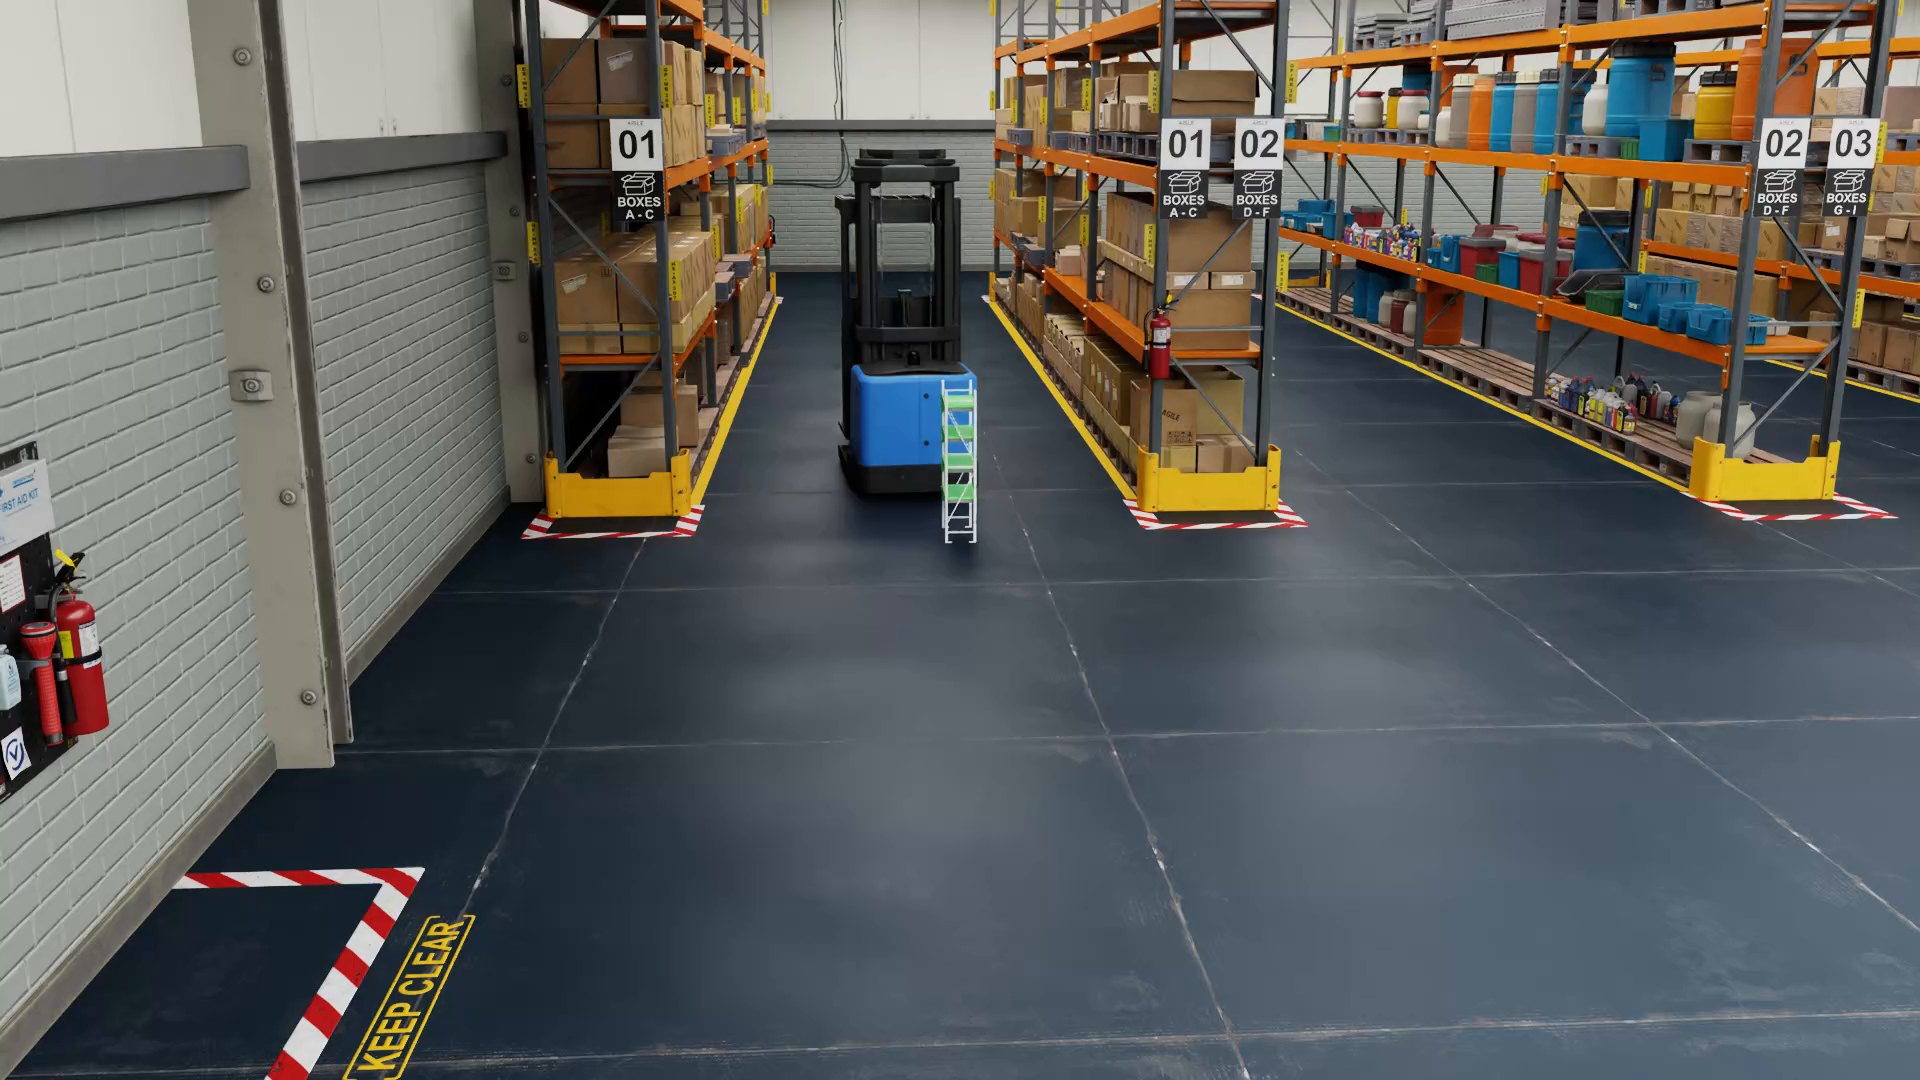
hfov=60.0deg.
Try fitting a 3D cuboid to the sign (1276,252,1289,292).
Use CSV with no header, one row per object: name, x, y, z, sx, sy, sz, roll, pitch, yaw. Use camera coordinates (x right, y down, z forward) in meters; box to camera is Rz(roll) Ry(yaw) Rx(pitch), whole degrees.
sign,2.653,-2.210,13.699,0.100,0.325,0.005,-1,14,-3

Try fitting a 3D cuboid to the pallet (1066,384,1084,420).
pallet,1.766,-1.572,18.713,1.003,0.211,1.213,-1,14,-3

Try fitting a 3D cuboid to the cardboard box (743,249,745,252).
cardboard box,-3.250,-4.144,23.576,0.380,0.149,0.250,-1,14,-5

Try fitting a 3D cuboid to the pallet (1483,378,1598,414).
pallet,6.707,-1.660,19.053,1.003,0.211,1.213,-1,14,-3

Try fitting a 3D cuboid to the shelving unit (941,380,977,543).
shelving unit,-0.010,-0.622,13.037,0.258,1.200,0.503,-1,14,-3

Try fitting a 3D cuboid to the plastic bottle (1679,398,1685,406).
plastic bottle,7.214,-1.278,16.567,0.097,0.271,0.097,0,14,0

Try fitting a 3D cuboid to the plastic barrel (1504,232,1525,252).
plastic barrel,6.850,-3.507,20.413,0.421,0.512,0.421,0,14,0

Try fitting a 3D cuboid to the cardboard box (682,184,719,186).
cardboard box,-3.820,-5.099,24.482,0.500,0.250,0.500,0,14,-2

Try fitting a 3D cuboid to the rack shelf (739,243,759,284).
rack shelf,-3.465,-3.806,23.244,1.077,0.370,4.000,-1,14,-3

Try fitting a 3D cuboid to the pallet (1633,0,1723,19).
pallet,6.952,-4.927,15.298,1.003,0.211,1.213,-1,14,-3

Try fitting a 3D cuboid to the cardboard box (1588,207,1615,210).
cardboard box,10.859,-5.440,27.855,0.500,0.250,0.500,-1,14,-5

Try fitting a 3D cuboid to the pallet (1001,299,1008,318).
pallet,1.235,-3.854,27.582,1.003,0.211,1.213,-1,14,-3

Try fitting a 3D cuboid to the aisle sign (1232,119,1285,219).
aisle sign,2.408,-2.992,13.420,0.394,0.787,0.004,-1,14,-3

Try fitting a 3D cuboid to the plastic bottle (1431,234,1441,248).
plastic bottle,6.757,-4.208,23.609,0.152,0.276,0.135,-1,14,-3

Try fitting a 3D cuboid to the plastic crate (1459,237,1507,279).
plastic crate,6.342,-3.435,20.227,0.402,0.464,0.583,-1,14,-3

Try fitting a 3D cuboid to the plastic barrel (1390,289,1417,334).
plastic barrel,6.430,-3.248,23.627,0.600,0.588,0.708,-1,14,-3

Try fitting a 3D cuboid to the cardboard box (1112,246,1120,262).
cardboard box,1.725,-2.841,16.545,0.380,0.149,0.250,-1,14,-4

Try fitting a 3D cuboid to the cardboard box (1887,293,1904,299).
cardboard box,15.771,-4.105,27.841,0.380,0.149,0.250,-1,14,-4

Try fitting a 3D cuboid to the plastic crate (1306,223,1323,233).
plastic crate,5.891,-5.135,27.372,0.293,0.136,0.466,-1,14,-3

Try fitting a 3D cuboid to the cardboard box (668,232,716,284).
cardboard box,-2.755,-2.850,16.839,0.500,0.500,0.500,-1,14,-4

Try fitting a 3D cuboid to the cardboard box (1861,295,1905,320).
cardboard box,11.605,-2.954,21.118,0.500,0.250,0.500,1,14,3

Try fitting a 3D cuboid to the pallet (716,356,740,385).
pallet,-3.294,-2.112,20.813,1.003,0.211,1.213,-1,14,-3

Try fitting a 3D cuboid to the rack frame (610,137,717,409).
rack frame,-3.093,-2.662,17.355,1.000,3.000,0.127,-1,14,-3

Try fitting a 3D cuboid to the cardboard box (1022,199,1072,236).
cardboard box,1.267,-4.690,24.191,0.700,0.500,0.500,1,14,5

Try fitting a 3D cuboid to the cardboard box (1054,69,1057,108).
cardboard box,1.519,-6.082,22.419,0.500,0.500,0.500,-1,14,-3

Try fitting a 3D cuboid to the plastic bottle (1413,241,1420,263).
plastic bottle,6.096,-3.848,22.195,0.061,0.283,0.133,-1,14,-3

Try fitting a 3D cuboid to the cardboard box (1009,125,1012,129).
cardboard box,1.039,-6.351,25.971,0.500,0.250,0.500,-1,14,-3

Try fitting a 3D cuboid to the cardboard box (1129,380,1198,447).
cardboard box,1.768,-1.109,14.486,0.500,0.500,0.500,-1,14,-3

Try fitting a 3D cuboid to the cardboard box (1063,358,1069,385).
cardboard box,1.474,-1.963,19.313,0.500,0.250,0.500,-1,14,-2

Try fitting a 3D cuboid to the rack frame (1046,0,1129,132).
rack frame,1.603,-6.640,20.774,1.000,3.000,0.127,-1,14,-3

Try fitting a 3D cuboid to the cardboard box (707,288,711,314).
cardboard box,-2.739,-2.362,16.449,0.500,0.250,0.500,-1,14,-3

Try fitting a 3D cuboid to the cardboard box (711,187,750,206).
cardboard box,-3.251,-4.851,23.518,0.500,0.250,0.500,-1,14,-2

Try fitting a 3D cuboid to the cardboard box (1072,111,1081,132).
cardboard box,1.687,-5.206,20.679,0.500,0.250,0.500,-2,15,-8

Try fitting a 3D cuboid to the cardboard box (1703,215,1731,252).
cardboard box,11.121,-4.434,24.038,0.500,0.500,0.500,-1,14,-2

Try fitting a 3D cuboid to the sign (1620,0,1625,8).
sign,11.537,-9.277,28.990,0.100,0.325,0.005,-1,14,-3

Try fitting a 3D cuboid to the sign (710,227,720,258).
sign,-2.552,-3.092,17.287,0.100,0.325,0.005,-1,14,-3

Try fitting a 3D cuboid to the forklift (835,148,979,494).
forklift,-0.569,-2.136,15.445,1.130,2.935,3.031,-2,15,-8

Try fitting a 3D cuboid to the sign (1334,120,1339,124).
sign,6.599,-7.214,29.236,0.100,0.325,0.005,-1,14,-3

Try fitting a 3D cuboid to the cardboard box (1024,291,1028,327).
cardboard box,1.209,-3.351,24.164,0.500,0.500,0.500,-1,14,-3

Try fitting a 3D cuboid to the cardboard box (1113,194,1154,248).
cardboard box,1.917,-3.181,16.564,0.700,0.500,0.500,-1,14,-4

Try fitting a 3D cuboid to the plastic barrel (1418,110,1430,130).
plastic barrel,6.334,-5.664,22.434,0.301,0.262,0.301,0,14,0

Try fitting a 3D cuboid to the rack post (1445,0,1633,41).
rack post,6.587,-6.306,19.075,1.013,1.000,3.121,-1,14,-3

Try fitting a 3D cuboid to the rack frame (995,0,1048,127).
rack frame,1.107,-8.630,28.507,1.000,3.000,0.127,-1,14,-3

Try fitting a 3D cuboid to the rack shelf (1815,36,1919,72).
rack shelf,11.614,-5.753,19.571,1.077,0.370,4.000,-1,14,-3

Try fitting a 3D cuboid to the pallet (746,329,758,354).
pallet,-3.387,-2.807,23.512,1.003,0.211,1.213,-1,14,-3

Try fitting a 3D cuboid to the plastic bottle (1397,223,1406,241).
plastic bottle,6.550,-4.509,24.632,0.144,0.351,0.185,-1,14,-3

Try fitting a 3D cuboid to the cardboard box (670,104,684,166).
cardboard box,-2.614,-3.400,13.959,0.500,0.500,0.500,0,14,0

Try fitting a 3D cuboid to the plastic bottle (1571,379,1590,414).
plastic bottle,6.442,-1.492,17.237,0.144,0.351,0.185,-1,15,-6

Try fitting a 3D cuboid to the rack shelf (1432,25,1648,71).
rack shelf,6.671,-5.676,19.274,1.077,0.370,4.000,-1,14,-3

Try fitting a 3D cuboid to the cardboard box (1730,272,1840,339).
cardboard box,11.468,-3.233,22.993,1.225,0.875,0.875,-2,15,-6

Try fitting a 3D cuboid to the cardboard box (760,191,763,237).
cardboard box,-3.701,-5.295,26.984,0.980,0.700,0.700,-2,15,-6

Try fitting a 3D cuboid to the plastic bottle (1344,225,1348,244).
plastic bottle,5.896,-4.651,25.316,0.061,0.283,0.133,-1,14,-3

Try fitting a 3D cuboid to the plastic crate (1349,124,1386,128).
plastic crate,6.496,-6.508,26.542,0.497,0.269,0.590,-1,14,-3

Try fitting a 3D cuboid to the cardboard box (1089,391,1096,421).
cardboard box,1.603,-1.367,16.996,0.500,0.250,0.500,-1,14,-3

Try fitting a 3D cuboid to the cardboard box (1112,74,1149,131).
cardboard box,1.827,-4.102,15.600,0.797,0.503,0.637,1,14,3
